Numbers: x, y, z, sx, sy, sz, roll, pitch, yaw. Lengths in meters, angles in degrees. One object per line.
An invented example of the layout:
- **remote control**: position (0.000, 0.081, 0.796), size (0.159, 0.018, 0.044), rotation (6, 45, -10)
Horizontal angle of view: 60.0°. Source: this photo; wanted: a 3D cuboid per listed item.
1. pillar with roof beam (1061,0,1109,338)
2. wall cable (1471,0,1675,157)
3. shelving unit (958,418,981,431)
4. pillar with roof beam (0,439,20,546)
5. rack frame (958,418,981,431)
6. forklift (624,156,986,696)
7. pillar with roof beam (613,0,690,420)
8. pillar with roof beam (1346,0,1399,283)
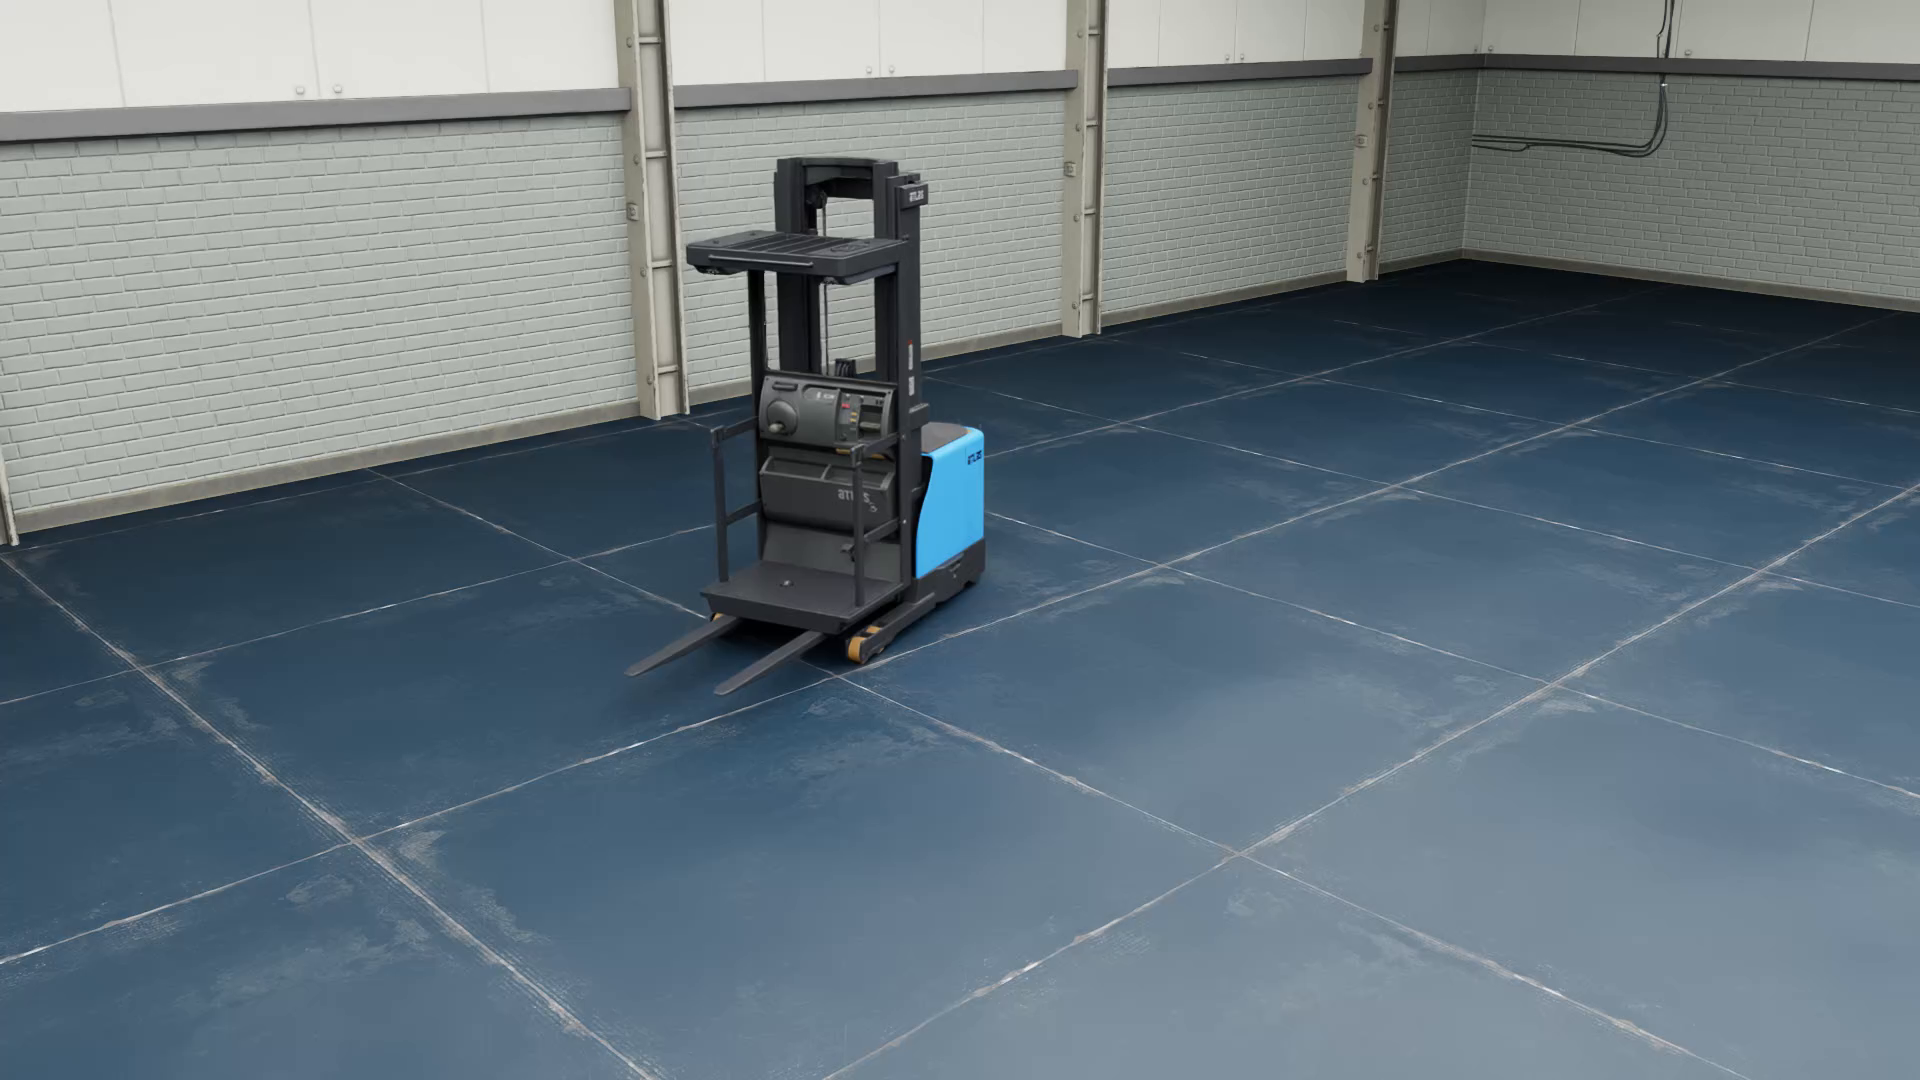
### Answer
- **pillar with roof beam**: position (4.422, -5.821, 15.847), size (0.400, 9.000, 9.100), rotation (-16, 24, -41)
- **wall cable**: position (8.873, -6.908, 24.234), size (0.112, 2.526, 3.097), rotation (-16, 24, -41)
- **shelving unit**: position (-0.006, -0.426, 12.341), size (0.210, 0.900, 0.258), rotation (-16, 24, -41)
- **pillar with roof beam**: position (-4.298, -3.278, 8.004), size (0.400, 9.000, 9.100), rotation (-16, 24, -41)
- **rack frame**: position (0.068, -0.448, 12.407), size (0.006, 0.900, 0.240), rotation (-16, 24, -41)
- **forklift**: position (-0.932, -0.795, 10.184), size (1.130, 2.935, 3.031), rotation (9, 20, 25)
- **pillar with roof beam**: position (0.062, -4.549, 11.925), size (0.400, 9.000, 9.100), rotation (-16, 24, -41)
- **pillar with roof beam**: position (8.781, -7.092, 19.768), size (0.400, 9.000, 9.100), rotation (-16, 24, -41)
